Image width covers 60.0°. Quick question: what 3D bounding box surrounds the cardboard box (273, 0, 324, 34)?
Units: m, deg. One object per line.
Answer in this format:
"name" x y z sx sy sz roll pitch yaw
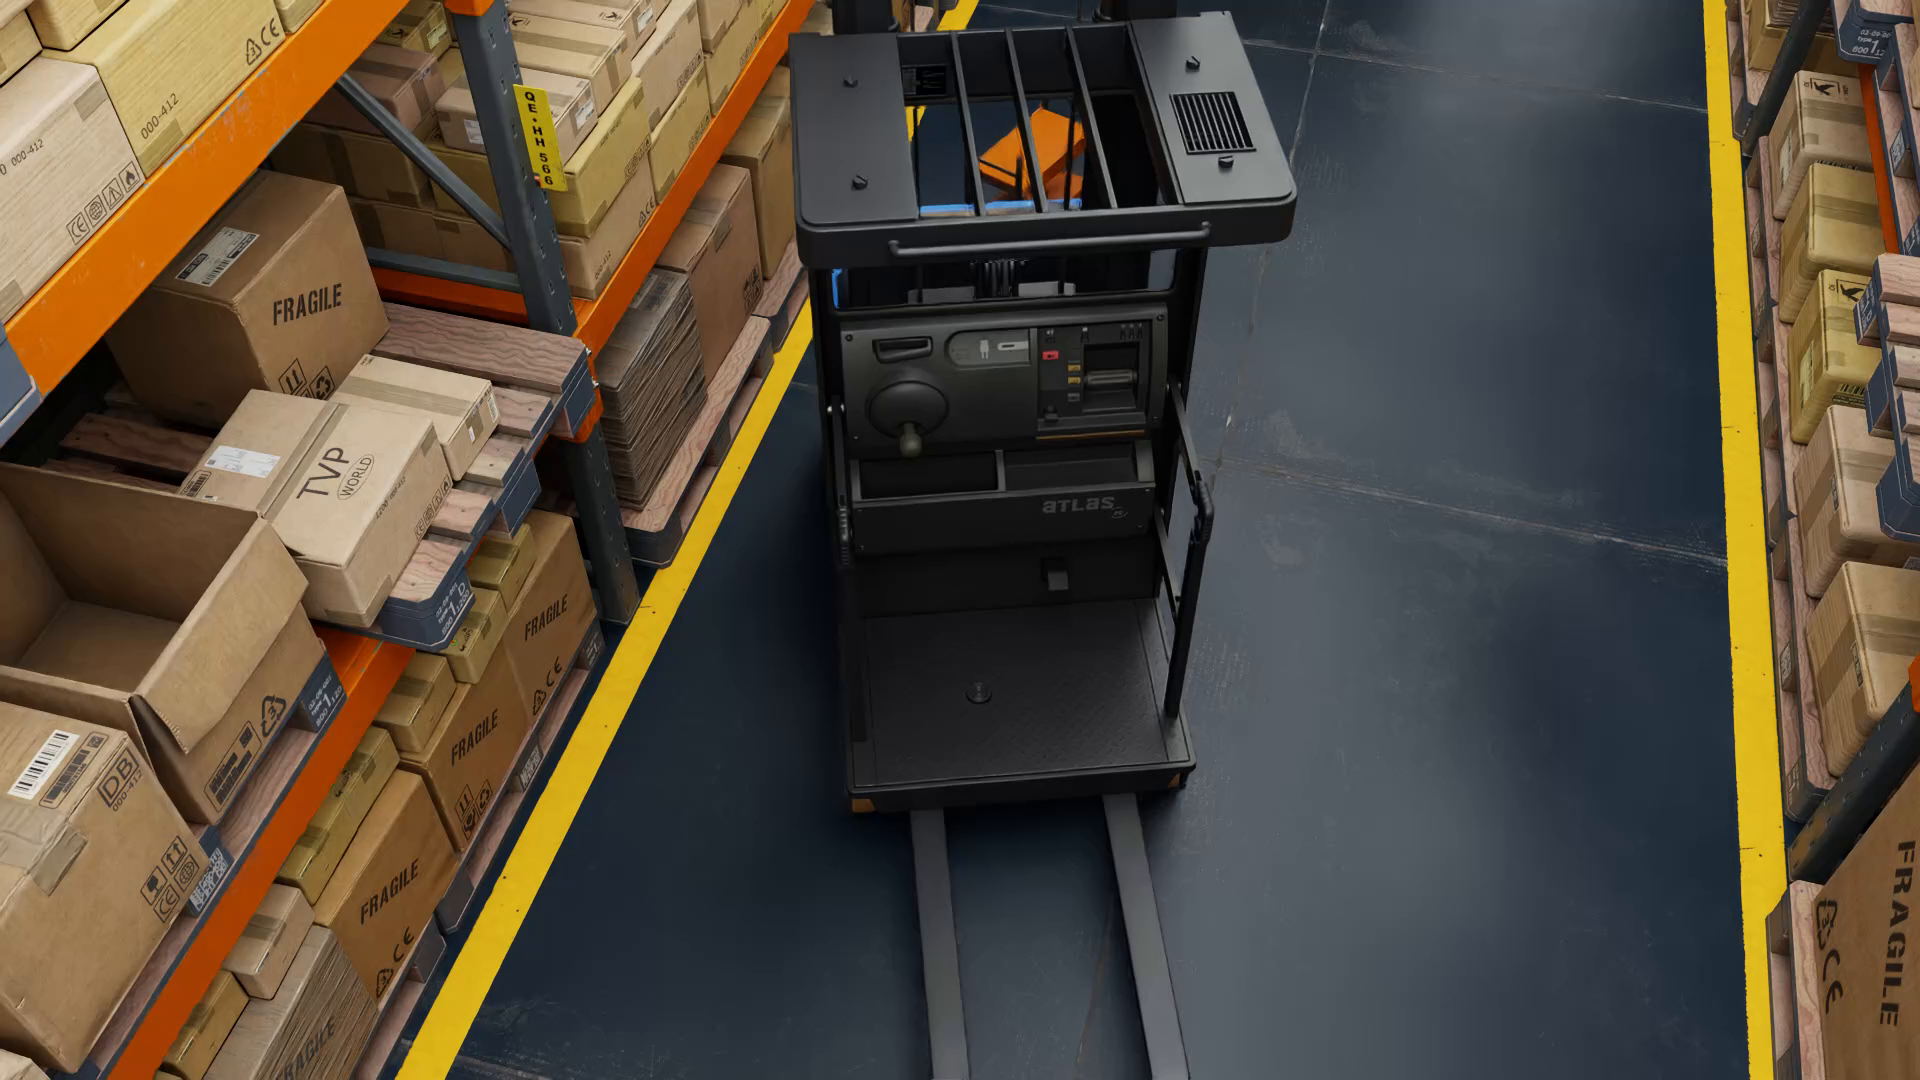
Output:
"cardboard box" -1.559 -1.347 3.538 0.500 0.250 0.500 10 49 9

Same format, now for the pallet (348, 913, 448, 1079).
"pallet" -2.214 1.511 4.775 1.003 0.211 1.213 12 50 10

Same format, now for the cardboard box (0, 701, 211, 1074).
"cardboard box" -2.025 0.650 3.329 0.700 0.500 0.500 11 50 10

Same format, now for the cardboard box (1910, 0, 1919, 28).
"cardboard box" 3.551 -1.882 5.798 0.380 0.149 0.250 12 50 11

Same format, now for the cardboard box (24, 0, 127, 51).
"cardboard box" -1.723 -1.037 2.998 0.380 0.149 0.250 12 50 10

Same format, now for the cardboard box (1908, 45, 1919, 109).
"cardboard box" 3.364 -1.521 5.479 0.380 0.149 0.250 13 50 11

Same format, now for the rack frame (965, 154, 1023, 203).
"rack frame" 0.119 -0.997 6.330 0.240 1.200 0.015 29 55 23

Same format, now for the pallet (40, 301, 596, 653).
"pallet" -1.769 -0.256 4.603 1.213 0.211 1.003 12 50 10

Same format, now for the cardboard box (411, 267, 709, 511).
"cardboard box" -1.481 -0.625 6.105 0.875 0.625 0.625 13 50 11

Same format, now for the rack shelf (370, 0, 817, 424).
"rack shelf" -1.132 -2.032 6.523 1.077 0.370 4.000 12 50 10

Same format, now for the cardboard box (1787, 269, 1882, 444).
"cardboard box" 3.681 -0.606 6.256 0.950 0.372 0.625 13 50 11

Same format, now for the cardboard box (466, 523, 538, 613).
"cardboard box" -1.544 0.057 5.153 0.380 0.149 0.250 9 49 8

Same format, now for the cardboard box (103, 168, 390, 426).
"cardboard box" -1.945 -0.654 4.480 0.500 0.500 0.500 14 50 12

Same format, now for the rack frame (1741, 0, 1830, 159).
"rack frame" 4.184 -2.740 6.668 1.000 3.000 0.127 12 50 10

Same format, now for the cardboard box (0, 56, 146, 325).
"cardboard box" -1.822 -0.622 2.897 0.500 0.250 0.500 12 50 10

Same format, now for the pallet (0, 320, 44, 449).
"pallet" -2.202 -0.069 2.435 1.213 0.211 1.003 12 50 10

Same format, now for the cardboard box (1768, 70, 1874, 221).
"cardboard box" 4.049 -1.630 7.160 0.950 0.372 0.625 12 50 11

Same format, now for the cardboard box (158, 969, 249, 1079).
"cardboard box" -2.034 1.178 4.164 0.380 0.149 0.250 12 50 10

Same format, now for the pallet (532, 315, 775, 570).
"pallet" -1.404 -0.489 6.540 1.003 0.211 1.213 12 50 10

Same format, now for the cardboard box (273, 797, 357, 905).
"cardboard box" -1.876 0.805 4.493 0.380 0.149 0.250 11 49 9

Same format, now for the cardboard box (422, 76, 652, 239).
"cardboard box" -1.282 -1.207 5.081 0.500 0.250 0.500 12 50 10

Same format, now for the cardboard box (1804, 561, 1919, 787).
"cardboard box" 3.290 0.477 5.301 0.950 0.372 0.625 9 49 7

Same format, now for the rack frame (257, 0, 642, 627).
"rack frame" -1.658 -0.824 4.976 1.000 3.000 0.127 12 50 10

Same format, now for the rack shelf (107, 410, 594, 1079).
"rack shelf" -2.185 0.861 3.969 1.077 0.370 4.000 12 50 10

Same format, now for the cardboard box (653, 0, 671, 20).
"cardboard box" -1.122 -1.820 5.356 0.380 0.149 0.250 12 50 10

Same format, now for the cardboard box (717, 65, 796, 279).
"cardboard box" -1.139 -1.586 6.953 0.875 0.625 0.625 10 49 8

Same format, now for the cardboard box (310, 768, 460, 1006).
"cardboard box" -1.839 0.952 4.796 0.500 0.500 0.500 14 50 12

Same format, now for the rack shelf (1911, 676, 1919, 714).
"rack shelf" 2.605 1.838 3.107 1.077 0.370 4.000 12 50 10

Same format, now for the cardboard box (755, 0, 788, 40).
"cardboard box" -0.902 -2.158 6.254 0.500 0.250 0.500 13 50 11

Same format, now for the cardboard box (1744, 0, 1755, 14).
"cardboard box" 4.211 -2.837 8.307 0.500 0.250 0.500 10 49 9

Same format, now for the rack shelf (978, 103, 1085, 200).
"rack shelf" 0.263 -1.405 6.166 0.258 0.148 0.480 29 55 23

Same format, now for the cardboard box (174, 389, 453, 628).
"cardboard box" -1.624 -0.086 4.145 0.500 0.250 0.500 9 49 8

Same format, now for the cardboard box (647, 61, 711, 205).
"cardboard box" -1.169 -1.409 5.593 0.500 0.250 0.500 11 49 9

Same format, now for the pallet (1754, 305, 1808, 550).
"pallet" 3.662 -0.369 6.435 1.003 0.211 1.213 12 50 10

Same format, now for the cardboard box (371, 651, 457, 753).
"cardboard box" -1.698 0.442 4.813 0.380 0.149 0.250 10 49 9

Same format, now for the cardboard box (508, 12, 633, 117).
"cardboard box" -1.221 -1.437 5.018 0.380 0.149 0.250 13 50 11

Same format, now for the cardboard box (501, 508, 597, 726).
"cardboard box" -1.562 0.213 5.449 0.500 0.500 0.500 13 50 11

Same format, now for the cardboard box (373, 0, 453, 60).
"cardboard box" -1.807 -1.558 5.125 0.380 0.149 0.250 13 50 11

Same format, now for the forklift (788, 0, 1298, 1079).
"forklift" 0.153 -0.352 4.605 1.130 2.935 3.031 -4 49 -4

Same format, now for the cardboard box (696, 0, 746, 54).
"cardboard box" -1.018 -1.949 5.736 0.500 0.250 0.500 10 49 9

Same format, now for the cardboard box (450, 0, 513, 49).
"cardboard box" -1.675 -1.689 5.507 0.500 0.250 0.500 12 50 10

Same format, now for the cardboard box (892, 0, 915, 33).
"cardboard box" -0.732 -2.690 7.928 0.875 0.625 0.625 14 50 12

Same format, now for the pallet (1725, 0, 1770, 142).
"pallet" 4.327 -2.310 8.148 1.003 0.211 1.213 12 50 10

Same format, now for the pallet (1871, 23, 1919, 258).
"pallet" 3.613 -1.223 5.457 1.003 0.211 1.213 12 50 10

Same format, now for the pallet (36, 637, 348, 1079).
"pallet" -2.166 0.647 3.806 1.003 0.211 1.213 12 50 10

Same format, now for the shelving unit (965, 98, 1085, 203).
"shelving unit" 0.263 -1.145 6.460 0.258 1.200 0.503 29 55 23

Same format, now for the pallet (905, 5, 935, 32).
"pallet" -0.762 -2.254 8.098 1.003 0.211 1.213 12 50 10
